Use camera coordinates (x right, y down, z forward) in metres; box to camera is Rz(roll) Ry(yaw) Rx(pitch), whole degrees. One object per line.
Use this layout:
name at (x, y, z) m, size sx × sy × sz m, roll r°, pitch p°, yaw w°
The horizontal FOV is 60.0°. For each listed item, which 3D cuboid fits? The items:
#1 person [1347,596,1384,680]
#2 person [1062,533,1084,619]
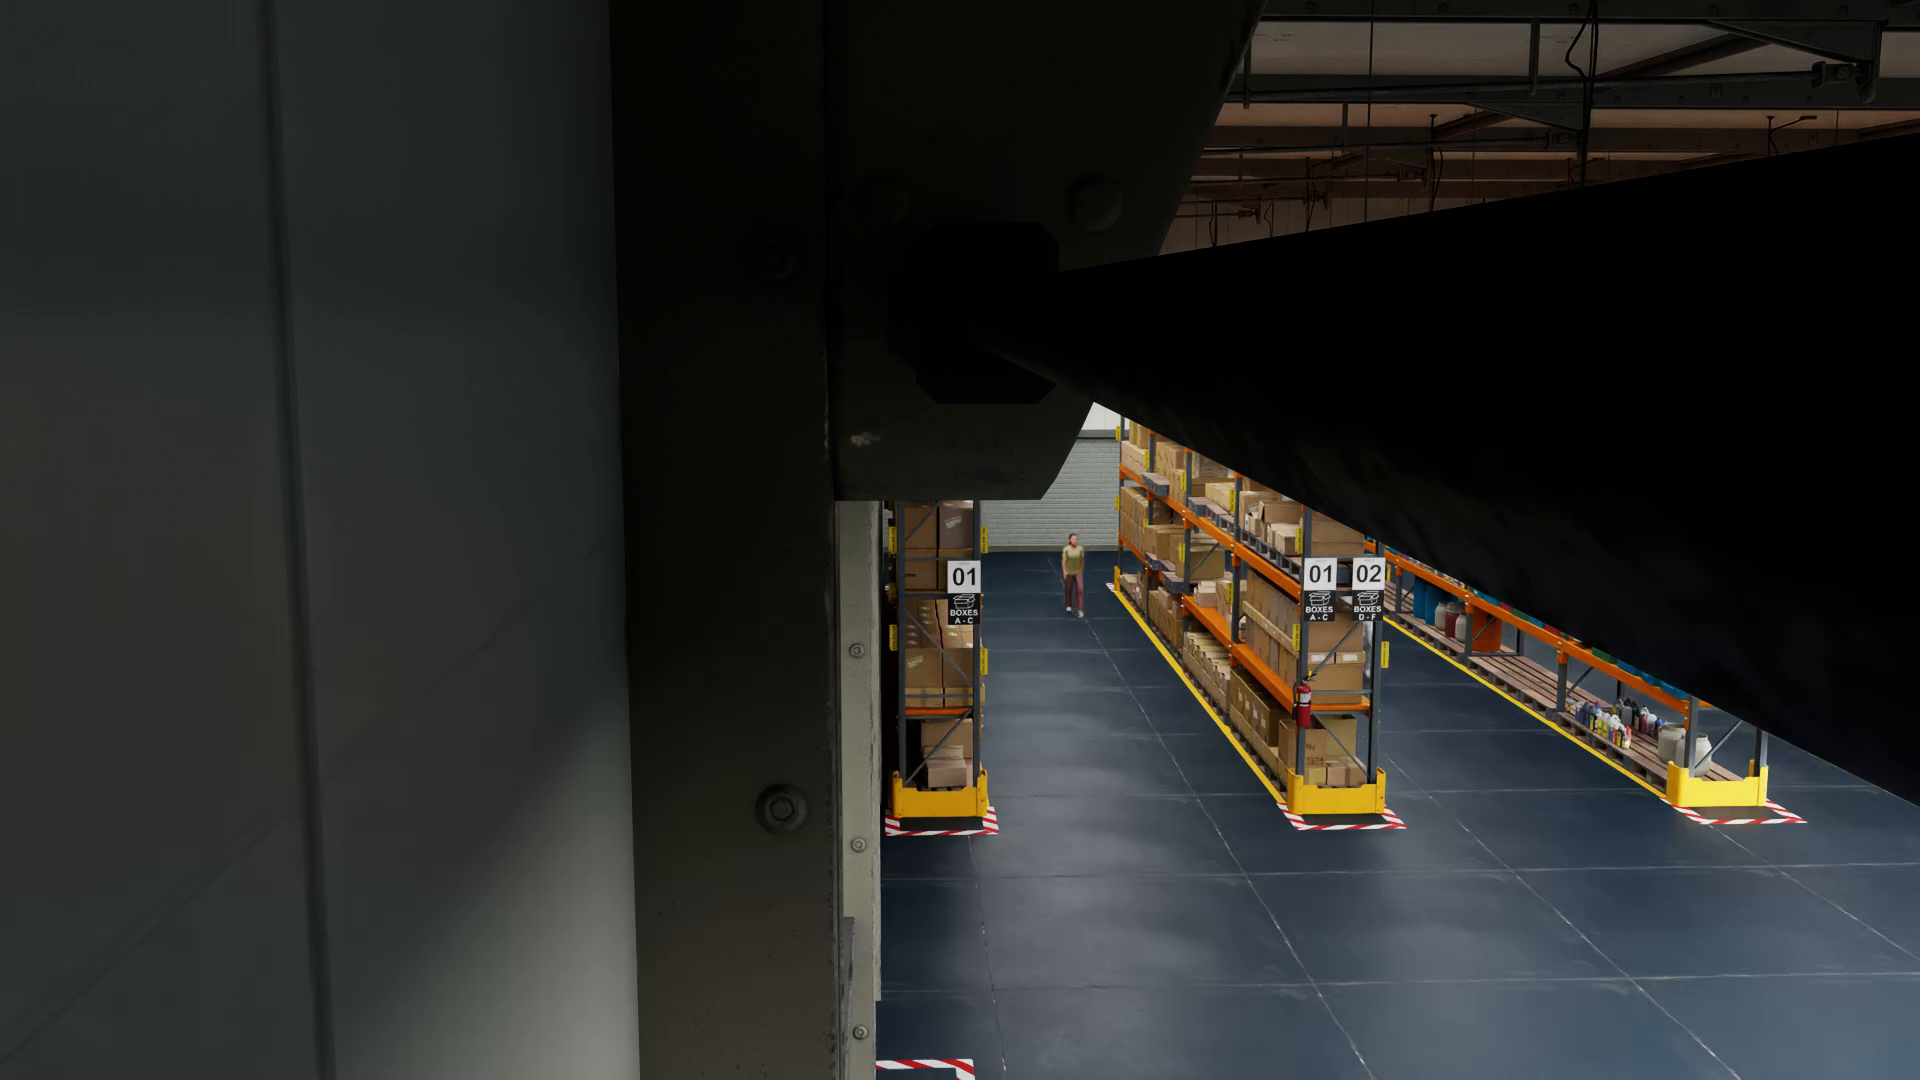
person at (6.845, 1.415, 28.142) m, size 0.698 × 1.814 × 1.083 m, roll 0°, pitch 8°, yaw 0°
person at (2.298, 0.694, 33.586) m, size 0.486 × 1.667 × 0.889 m, roll -1°, pitch 8°, yaw -8°
